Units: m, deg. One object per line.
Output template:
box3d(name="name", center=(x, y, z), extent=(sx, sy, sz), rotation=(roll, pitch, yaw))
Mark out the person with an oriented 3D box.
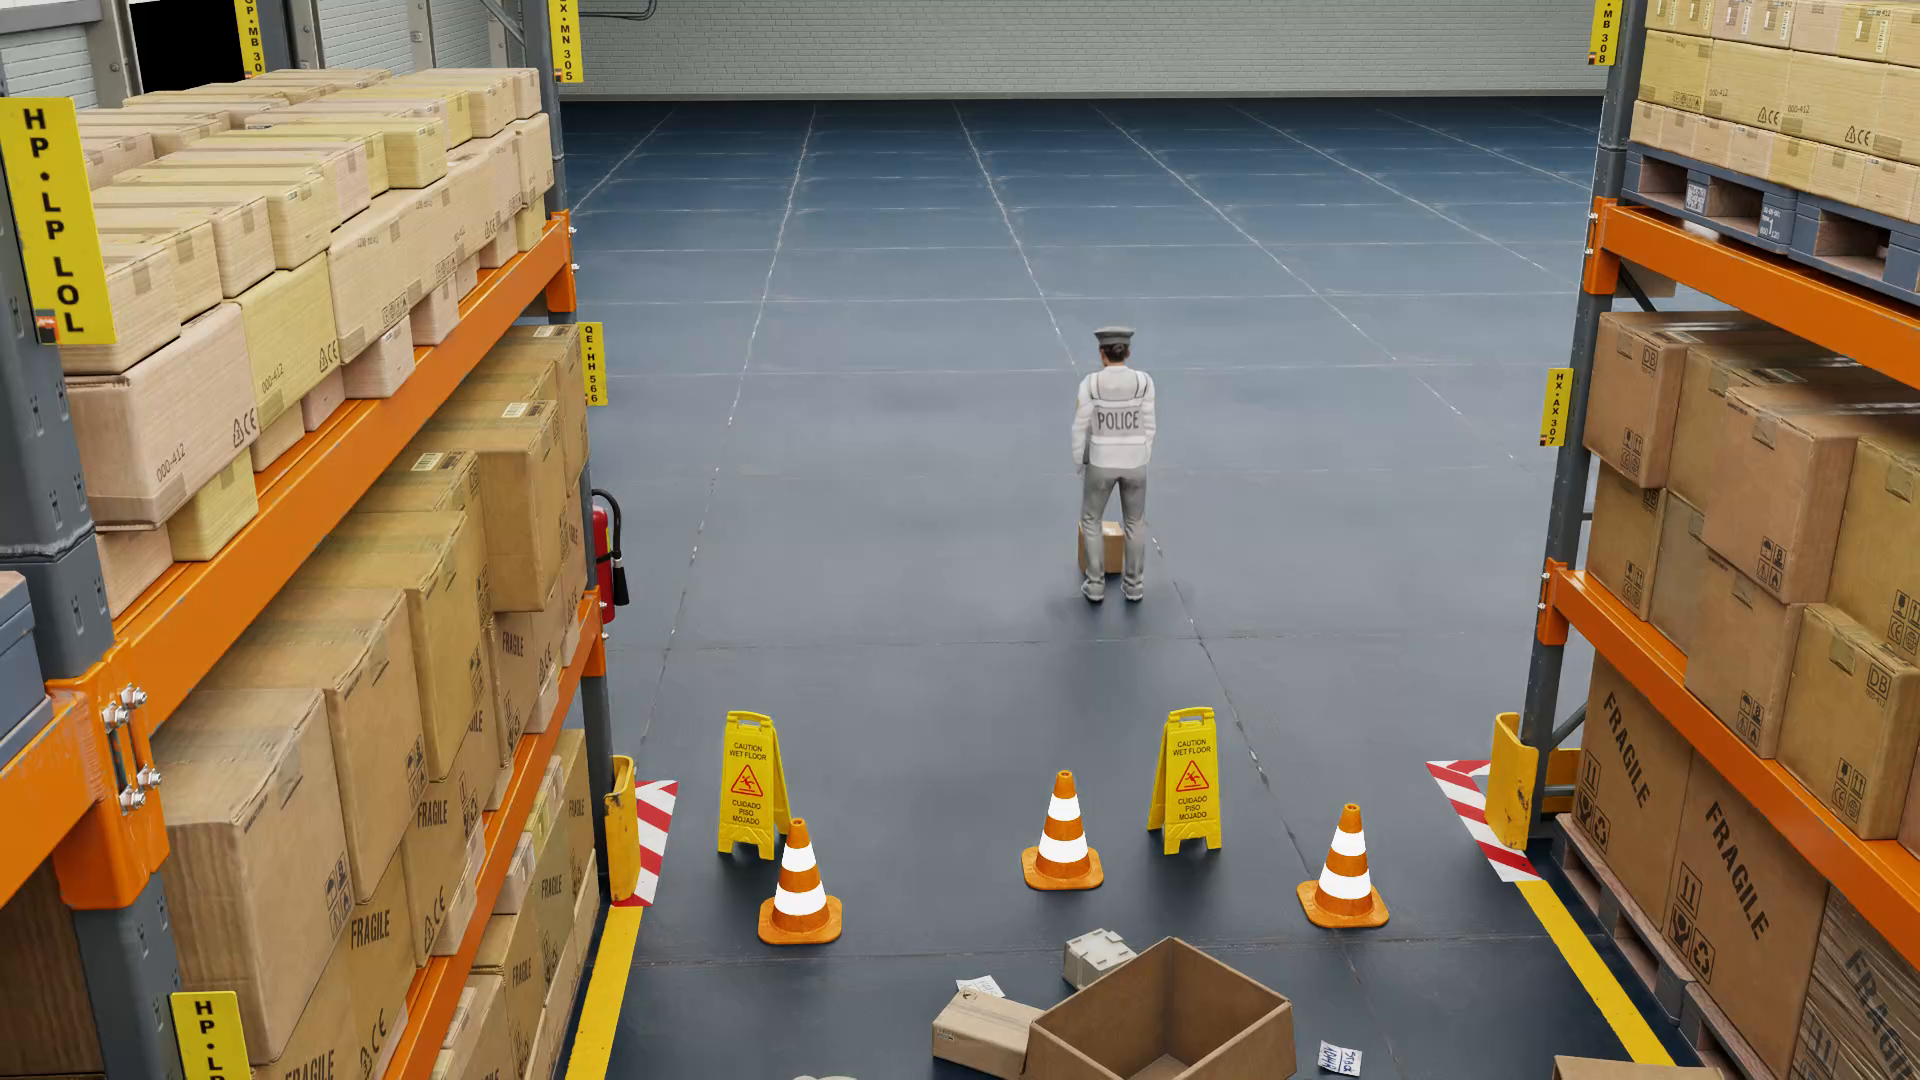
box3d(name="person", center=(0.894, -0.435, 9.789), extent=(0.492, 1.642, 0.412), rotation=(-1, 21, -2))
